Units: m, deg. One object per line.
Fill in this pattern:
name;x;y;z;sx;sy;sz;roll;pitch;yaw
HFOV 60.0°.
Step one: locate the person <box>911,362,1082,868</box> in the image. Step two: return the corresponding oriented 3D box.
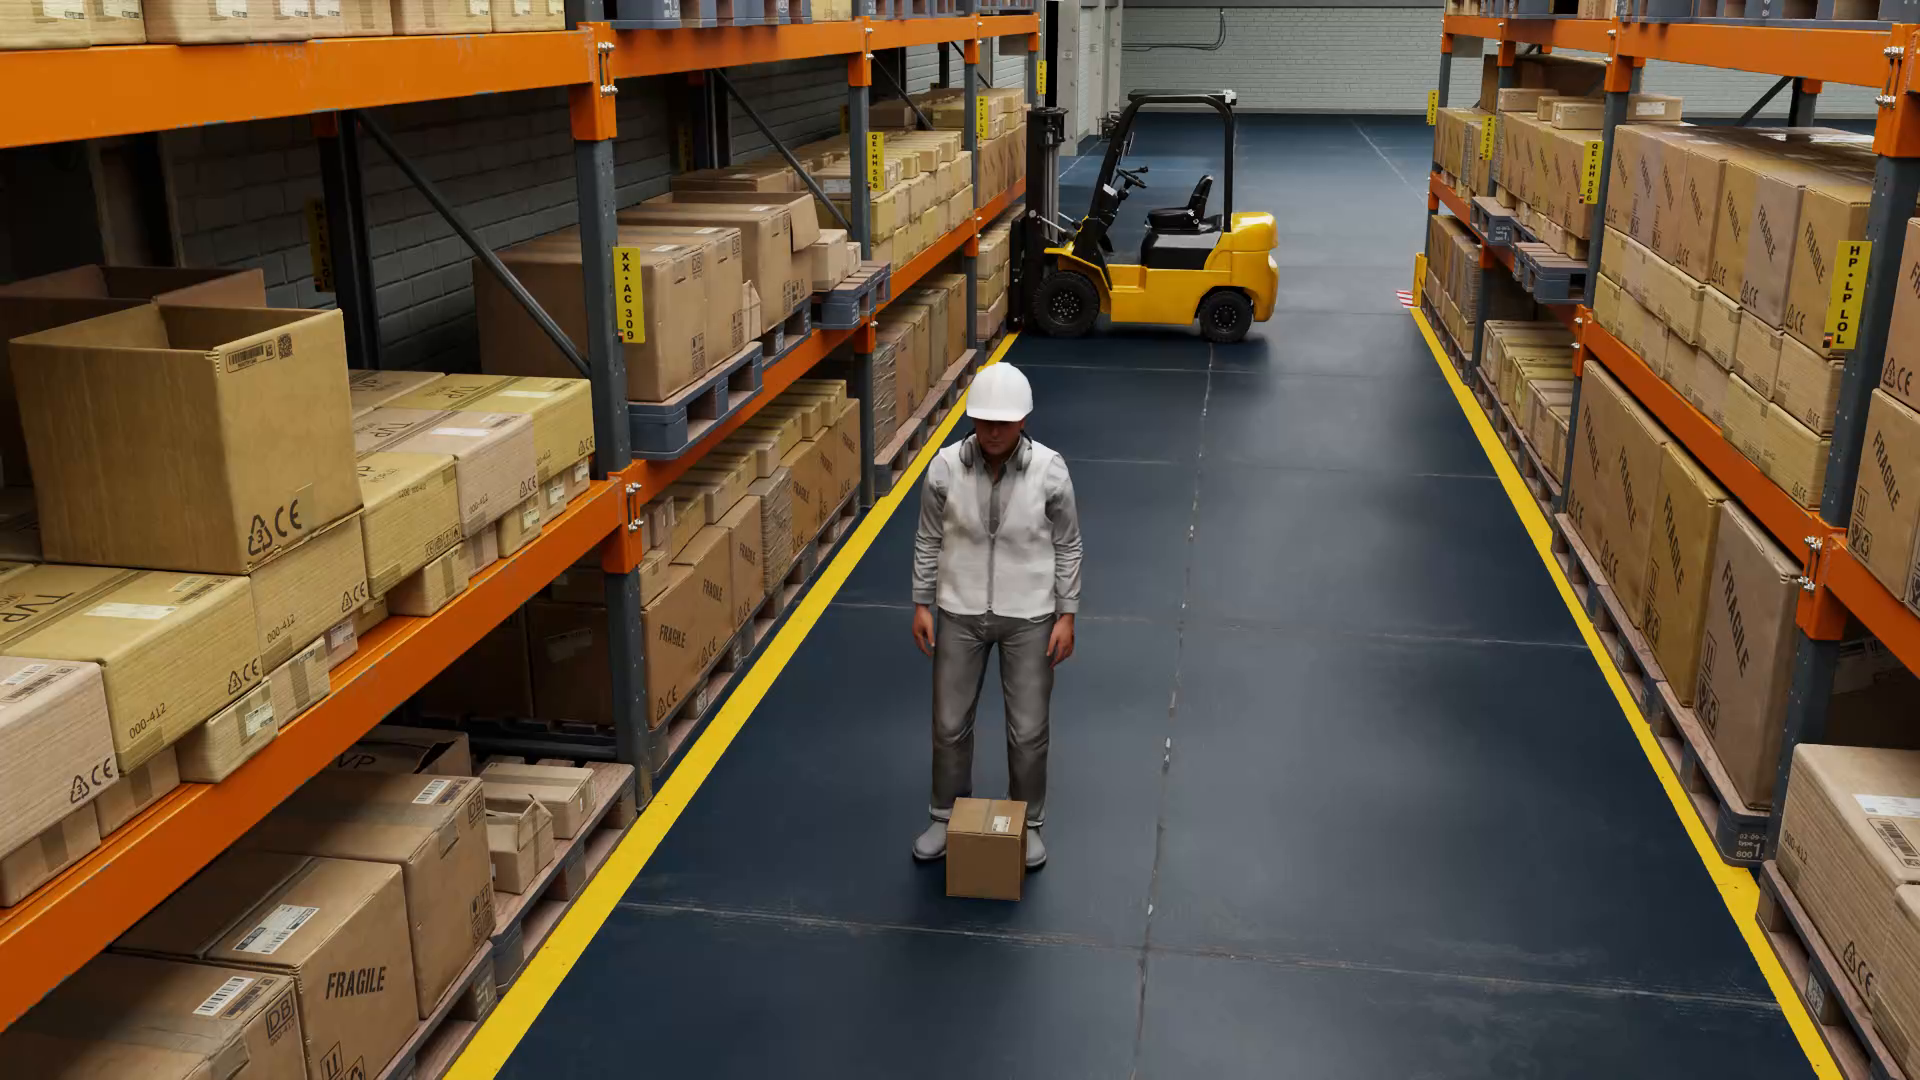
person;0.122;0.254;5.714;0.581;1.772;0.460;3;18;9
